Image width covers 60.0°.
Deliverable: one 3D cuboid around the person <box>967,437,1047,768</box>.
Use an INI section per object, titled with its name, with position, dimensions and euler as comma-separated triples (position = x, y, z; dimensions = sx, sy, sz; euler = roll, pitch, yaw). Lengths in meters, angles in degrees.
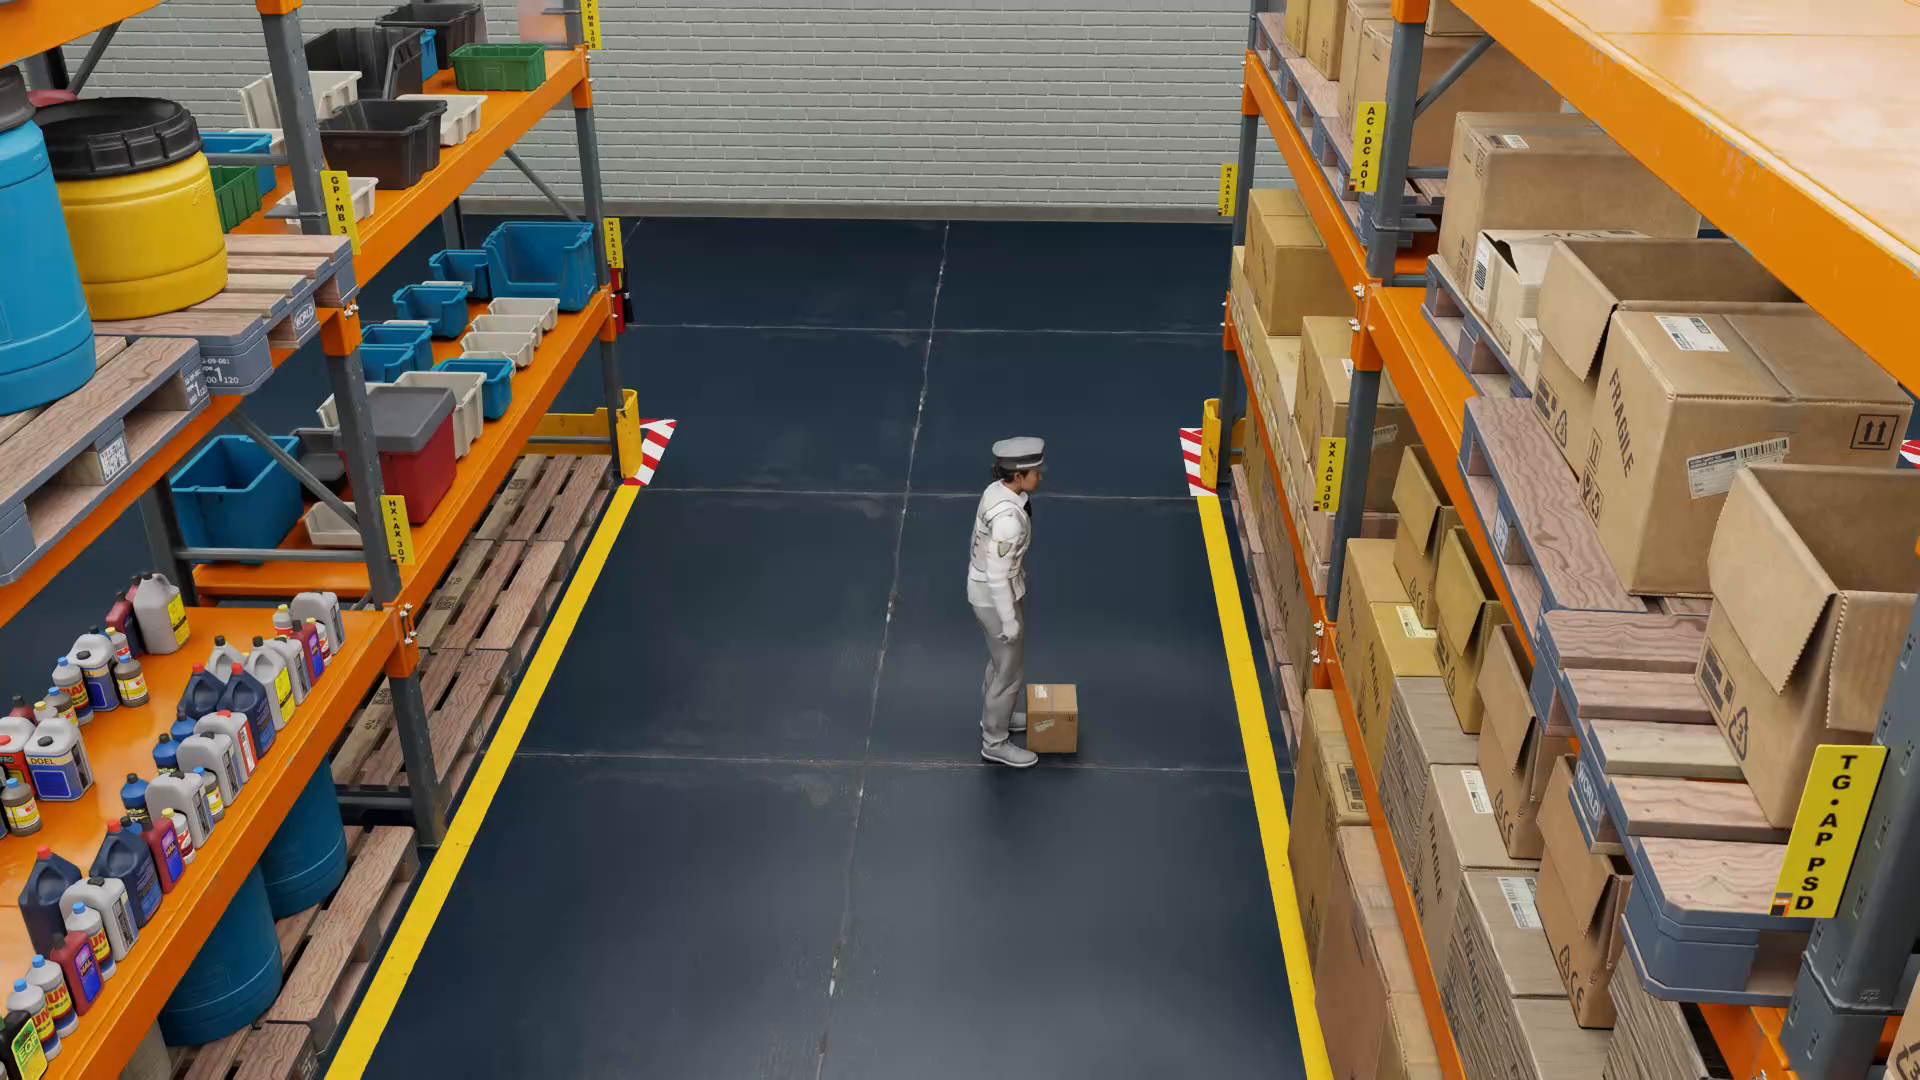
[person]
position = 0.221, 0.284, 8.088
dimensions = 0.376, 1.663, 0.527
euler = 1, 28, 2
